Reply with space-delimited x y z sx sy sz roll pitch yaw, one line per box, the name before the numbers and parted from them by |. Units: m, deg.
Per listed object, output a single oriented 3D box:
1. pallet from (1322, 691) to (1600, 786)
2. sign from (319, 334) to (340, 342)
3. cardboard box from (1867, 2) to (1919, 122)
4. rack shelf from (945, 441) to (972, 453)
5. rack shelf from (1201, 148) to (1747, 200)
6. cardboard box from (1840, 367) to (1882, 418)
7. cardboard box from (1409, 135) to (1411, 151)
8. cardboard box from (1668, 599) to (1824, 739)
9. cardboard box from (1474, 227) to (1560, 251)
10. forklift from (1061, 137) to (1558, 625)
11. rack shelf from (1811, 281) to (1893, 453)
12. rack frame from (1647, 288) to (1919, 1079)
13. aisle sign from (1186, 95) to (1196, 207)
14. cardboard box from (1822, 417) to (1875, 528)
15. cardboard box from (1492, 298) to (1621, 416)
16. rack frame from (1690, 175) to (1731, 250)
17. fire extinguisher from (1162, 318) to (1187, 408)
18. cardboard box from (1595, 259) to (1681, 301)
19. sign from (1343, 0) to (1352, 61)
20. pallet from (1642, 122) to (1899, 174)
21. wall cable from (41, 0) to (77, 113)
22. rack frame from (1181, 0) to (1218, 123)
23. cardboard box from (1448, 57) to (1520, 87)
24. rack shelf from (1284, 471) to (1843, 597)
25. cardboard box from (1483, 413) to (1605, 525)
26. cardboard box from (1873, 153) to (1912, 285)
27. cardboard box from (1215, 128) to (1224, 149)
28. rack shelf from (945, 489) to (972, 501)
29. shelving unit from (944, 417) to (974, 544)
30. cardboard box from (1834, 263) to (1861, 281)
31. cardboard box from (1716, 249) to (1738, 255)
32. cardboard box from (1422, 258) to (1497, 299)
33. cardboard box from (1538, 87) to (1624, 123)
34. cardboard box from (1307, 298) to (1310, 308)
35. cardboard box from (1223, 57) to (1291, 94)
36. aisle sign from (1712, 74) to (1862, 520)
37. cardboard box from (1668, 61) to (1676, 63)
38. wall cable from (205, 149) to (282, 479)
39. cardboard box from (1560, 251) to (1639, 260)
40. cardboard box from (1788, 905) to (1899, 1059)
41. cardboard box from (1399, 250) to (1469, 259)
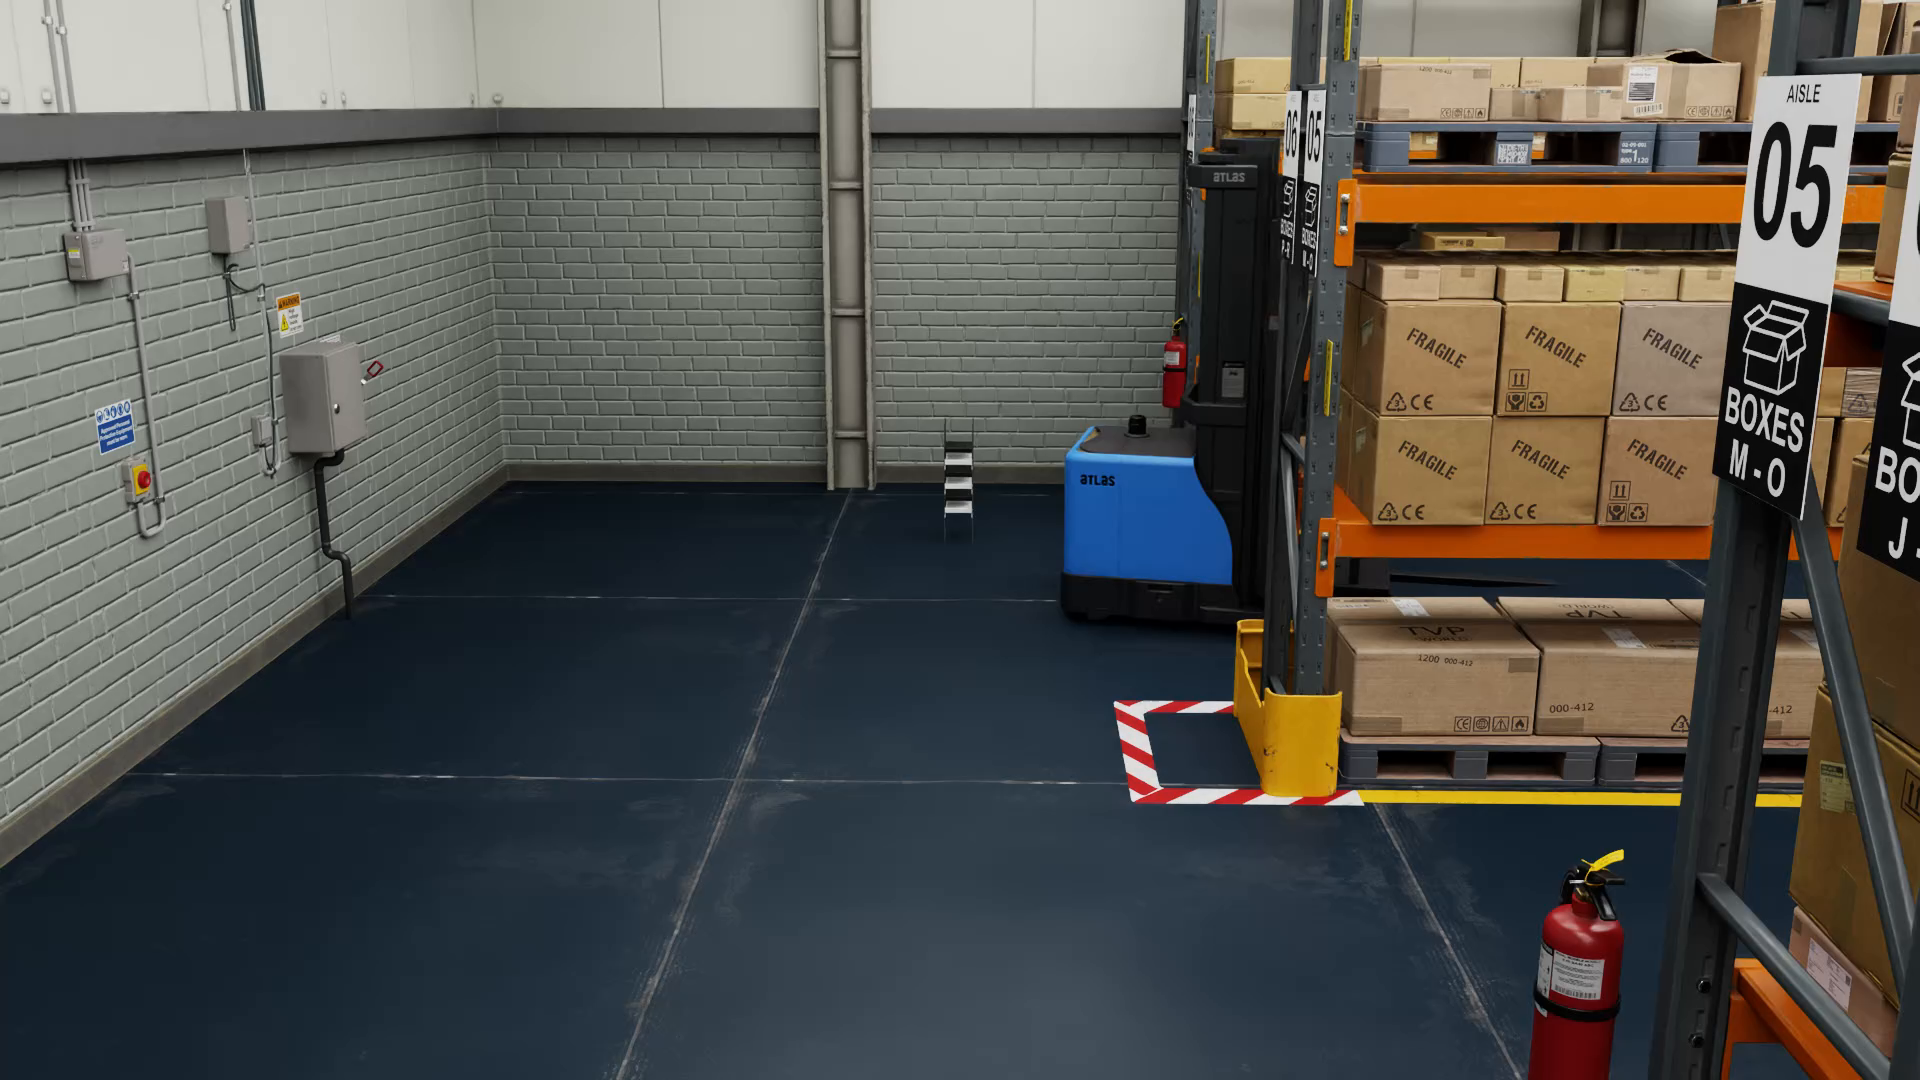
pallet | 2.438 0.937 8.374 1.213 0.211 1.003 0 15 1
sign | -3.996 -1.043 10.601 0.001 0.494 0.329 0 15 1
cardboard box | 4.286 -2.123 7.404 0.637 0.503 0.797 2 15 6
rack shelf | -0.008 -0.664 12.165 0.200 0.077 0.258 0 15 1
rack shelf | 3.759 -2.752 12.421 4.000 0.370 1.077 0 15 1
cardboard box | 4.141 -0.841 7.492 0.500 0.500 0.500 1 15 2
cardboard box | 3.100 -2.901 12.069 0.250 0.149 0.380 0 15 1
cardboard box | 4.116 0.628 8.278 0.875 0.438 0.875 0 15 0
cardboard box | 4.277 -2.148 12.842 0.500 0.500 0.500 0 15 0
forklift | 2.205 -0.944 10.174 3.031 2.935 1.130 3 15 13
rack shelf | 3.611 -0.223 2.835 4.000 0.370 1.077 0 15 1
rack frame | 1.611 0.867 3.176 0.127 3.000 1.000 0 15 1
aisle sign | 1.684 -2.845 12.147 0.004 0.787 0.394 0 15 1
cardboard box | 4.148 -0.358 7.621 0.500 0.500 0.500 0 15 1
cardboard box | 2.626 -0.851 7.529 0.500 0.500 0.500 0 15 0
rack frame | 5.759 -1.636 12.662 0.127 3.000 1.000 0 15 1
fire extinguisher | 1.601 -1.328 12.375 0.183 0.674 0.296 0 15 1
cardboard box | 3.033 -1.169 7.464 0.250 0.149 0.380 1 15 2
sign | 1.617 -2.166 6.922 0.005 0.325 0.100 0 15 1
pallet | 3.601 -1.795 7.556 1.213 0.211 1.003 0 15 1
wall cable | -4.057 -3.262 7.066 0.029 3.000 0.463 0 15 1
rack frame | 1.760 -4.563 11.995 0.127 3.000 1.000 0 15 1
cardboard box | 3.717 -3.350 12.009 0.500 0.250 0.500 1 15 3
rack shelf | 3.636 -0.036 8.005 4.000 0.370 1.077 0 15 1
cardboard box | 2.616 -0.372 7.675 0.500 0.500 0.500 0 15 1
cardboard box | 2.073 -0.576 3.057 0.500 0.250 0.500 0 15 0
cardboard box | 2.086 -3.048 12.626 0.250 0.149 0.380 1 15 3
rack shelf | -0.008 -0.316 12.257 0.200 0.077 0.258 0 15 1
shelving unit | -0.008 -0.435 12.225 0.210 0.900 0.258 0 15 1
cardboard box | 3.797 -1.159 7.425 0.250 0.149 0.380 0 15 1
cardboard box | 3.804 -1.299 7.955 0.250 0.149 0.380 0 15 2
cardboard box | 2.248 -1.185 7.526 0.250 0.149 0.380 1 15 3
cardboard box | 2.719 -1.911 7.297 0.250 0.149 0.380 1 15 3
cardboard box | 2.711 -1.659 12.458 0.500 0.250 0.500 1 15 2
cardboard box | 2.197 -3.359 12.042 0.500 0.250 0.500 0 15 1
aisle sign | 1.546 -0.467 3.136 0.004 0.787 0.394 0 15 1
cardboard box | 5.248 -3.342 11.977 0.500 0.250 0.500 0 15 2
wall cable | -3.976 -1.280 9.321 0.122 1.984 0.588 0 15 1
cardboard box | 3.026 -1.283 7.896 0.250 0.149 0.380 0 15 1
cardboard box | 1.945 0.918 3.473 0.250 0.149 0.380 0 15 1
cardboard box | 2.255 -1.295 7.941 0.250 0.149 0.380 1 15 2
